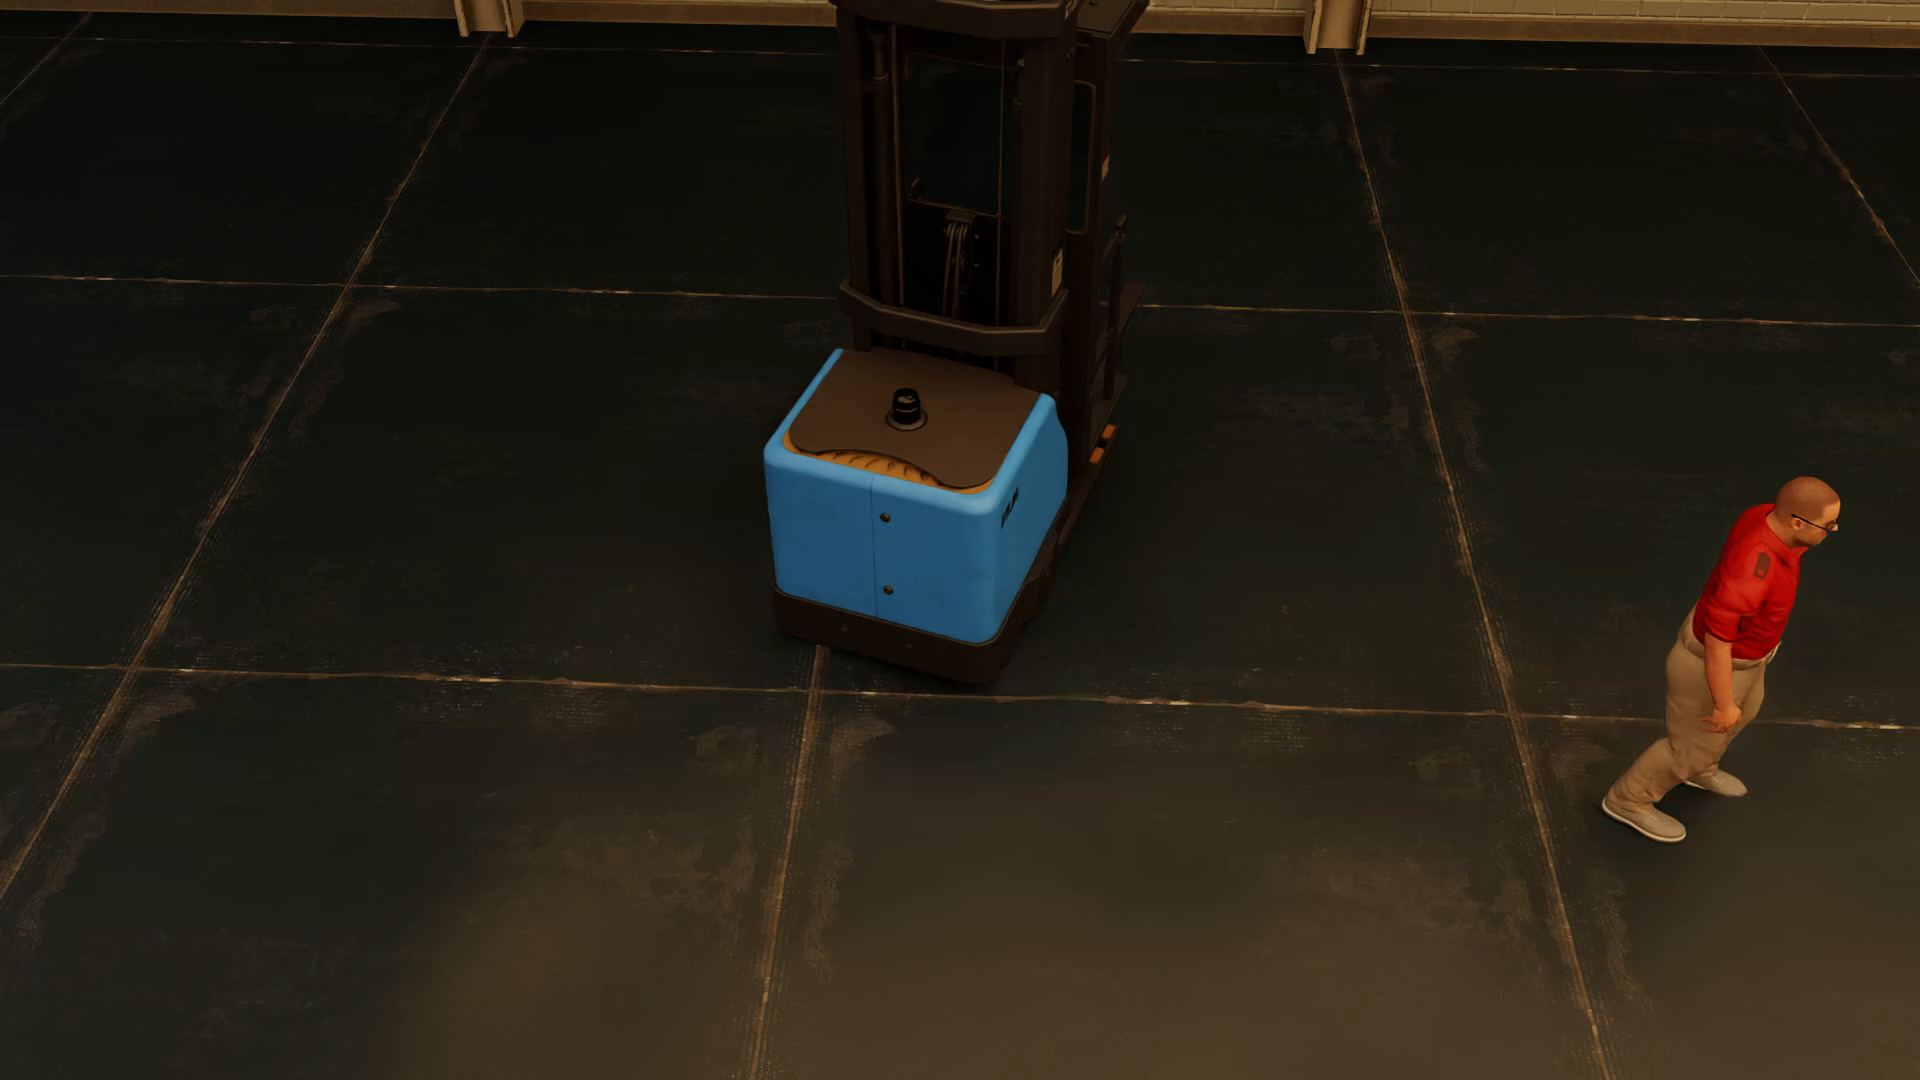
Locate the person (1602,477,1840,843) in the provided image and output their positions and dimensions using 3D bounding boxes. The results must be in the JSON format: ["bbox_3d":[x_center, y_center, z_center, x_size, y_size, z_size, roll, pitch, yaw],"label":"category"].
[{"bbox_3d":[2.874,0.468,6.156,0.495,1.753,0.613,22,47,23],"label":"person"}]

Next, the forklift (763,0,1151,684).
[{"bbox_3d":[0.170,-1.469,7.351,1.130,2.935,3.031,14,44,15],"label":"forklift"}]
